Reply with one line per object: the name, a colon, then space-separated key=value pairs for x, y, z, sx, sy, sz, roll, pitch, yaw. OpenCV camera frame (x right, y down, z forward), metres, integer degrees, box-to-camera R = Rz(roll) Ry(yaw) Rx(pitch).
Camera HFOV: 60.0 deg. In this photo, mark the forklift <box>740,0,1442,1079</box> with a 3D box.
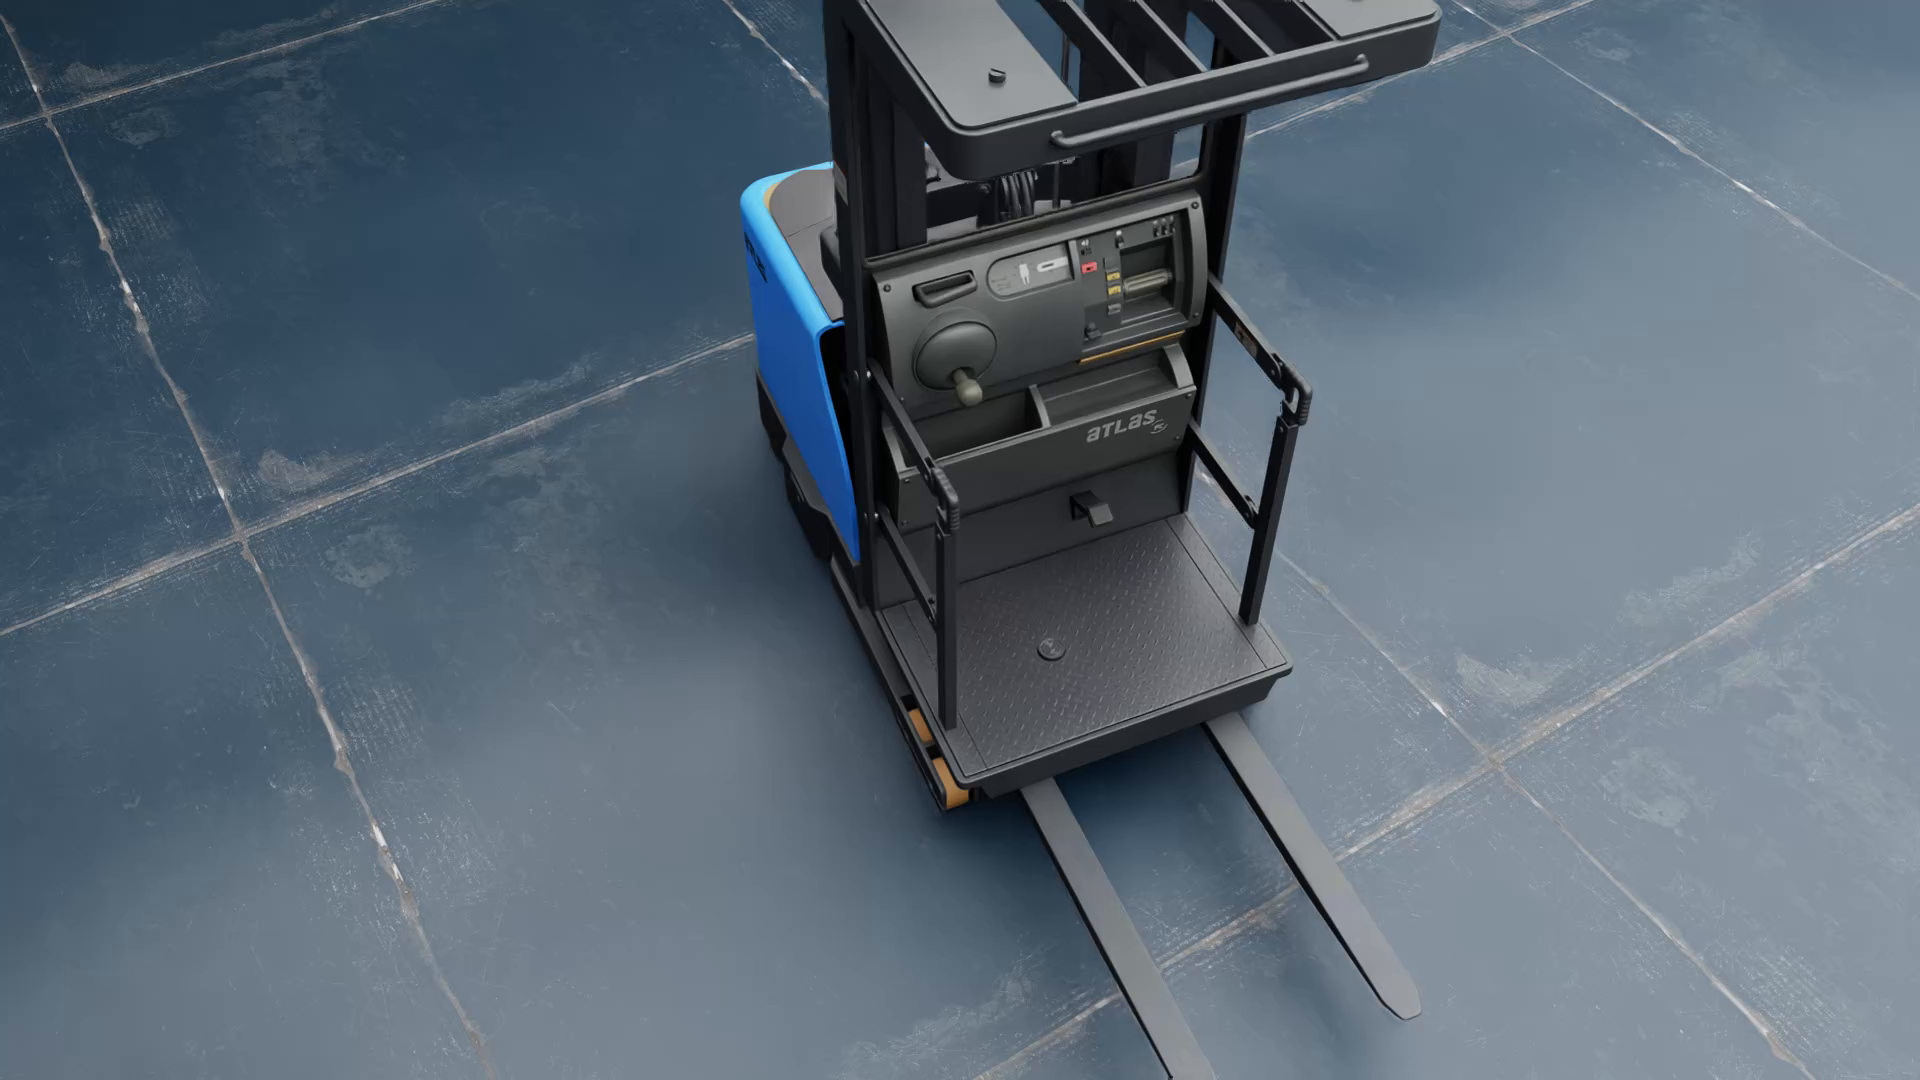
forklift: x=0.315 y=-0.534 z=4.263 sx=1.130 sy=2.935 sz=3.031 roll=-18 pitch=51 yaw=-15
